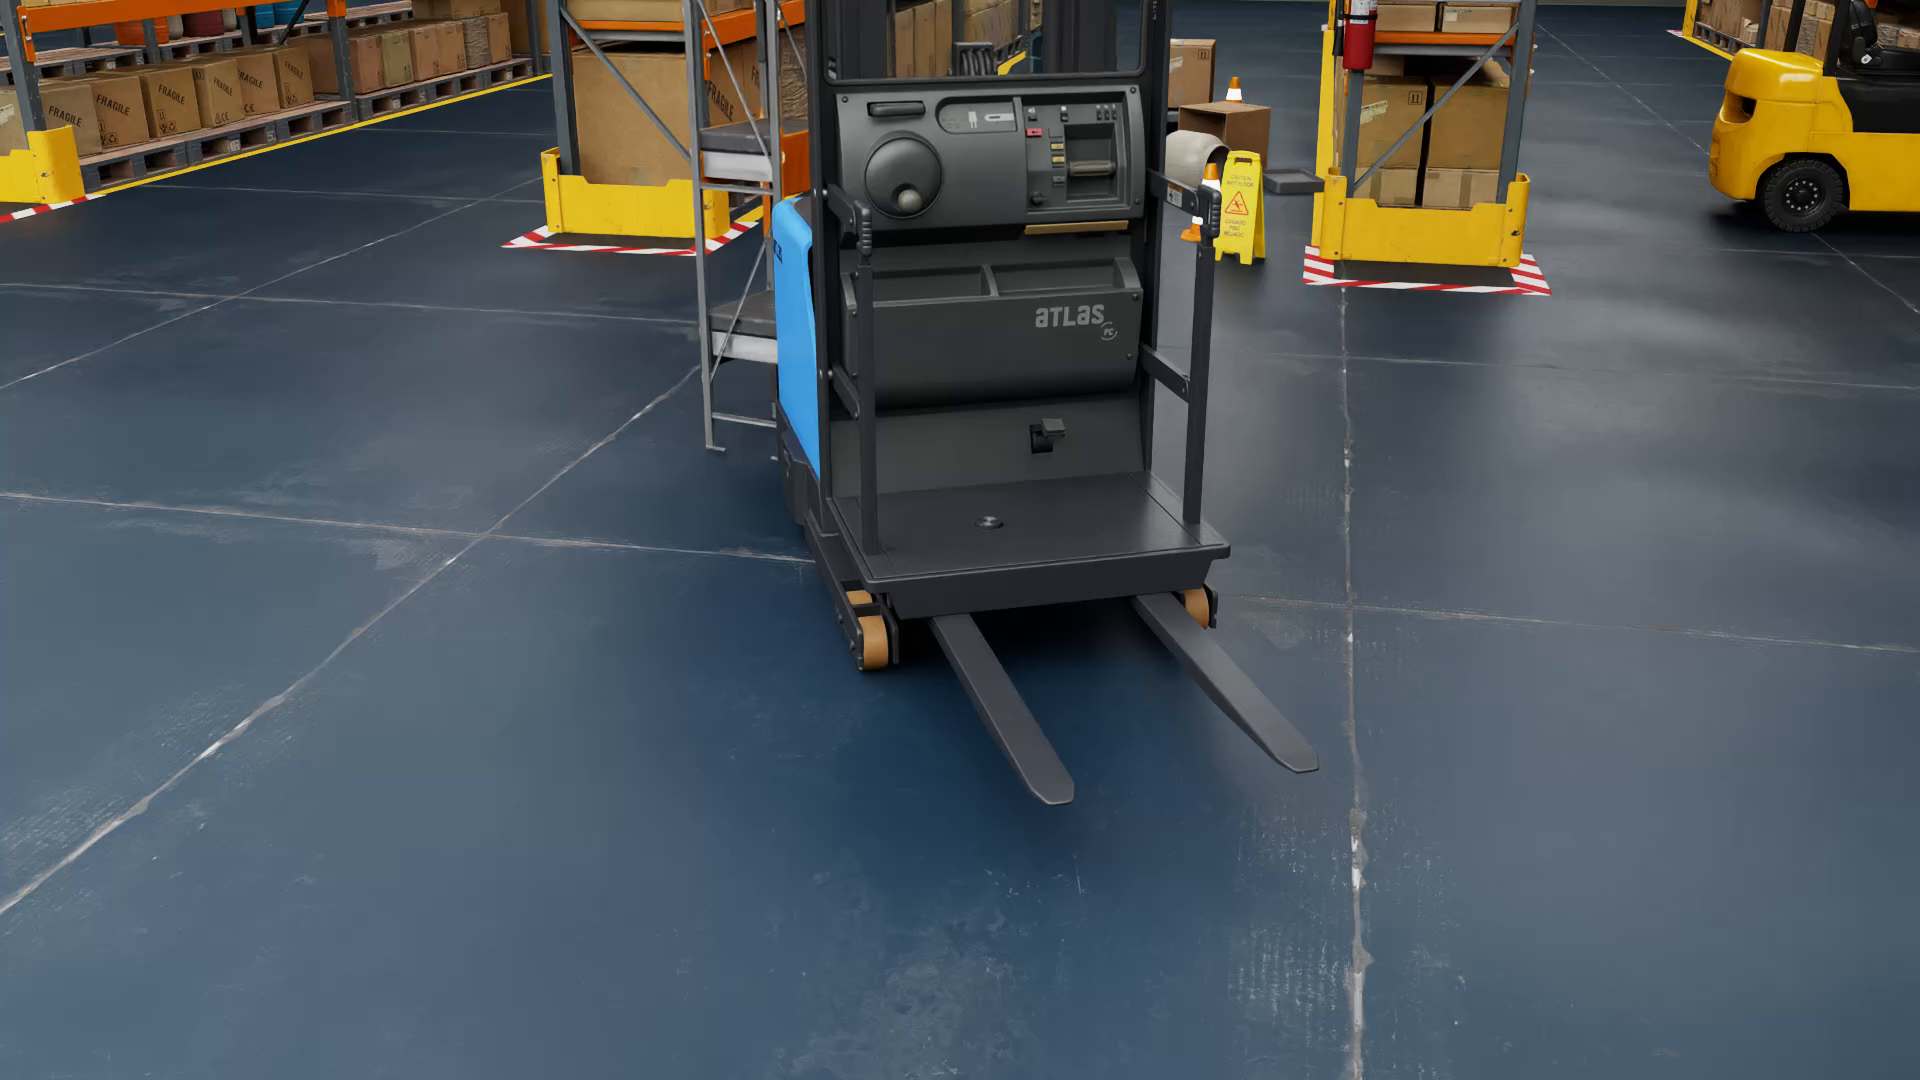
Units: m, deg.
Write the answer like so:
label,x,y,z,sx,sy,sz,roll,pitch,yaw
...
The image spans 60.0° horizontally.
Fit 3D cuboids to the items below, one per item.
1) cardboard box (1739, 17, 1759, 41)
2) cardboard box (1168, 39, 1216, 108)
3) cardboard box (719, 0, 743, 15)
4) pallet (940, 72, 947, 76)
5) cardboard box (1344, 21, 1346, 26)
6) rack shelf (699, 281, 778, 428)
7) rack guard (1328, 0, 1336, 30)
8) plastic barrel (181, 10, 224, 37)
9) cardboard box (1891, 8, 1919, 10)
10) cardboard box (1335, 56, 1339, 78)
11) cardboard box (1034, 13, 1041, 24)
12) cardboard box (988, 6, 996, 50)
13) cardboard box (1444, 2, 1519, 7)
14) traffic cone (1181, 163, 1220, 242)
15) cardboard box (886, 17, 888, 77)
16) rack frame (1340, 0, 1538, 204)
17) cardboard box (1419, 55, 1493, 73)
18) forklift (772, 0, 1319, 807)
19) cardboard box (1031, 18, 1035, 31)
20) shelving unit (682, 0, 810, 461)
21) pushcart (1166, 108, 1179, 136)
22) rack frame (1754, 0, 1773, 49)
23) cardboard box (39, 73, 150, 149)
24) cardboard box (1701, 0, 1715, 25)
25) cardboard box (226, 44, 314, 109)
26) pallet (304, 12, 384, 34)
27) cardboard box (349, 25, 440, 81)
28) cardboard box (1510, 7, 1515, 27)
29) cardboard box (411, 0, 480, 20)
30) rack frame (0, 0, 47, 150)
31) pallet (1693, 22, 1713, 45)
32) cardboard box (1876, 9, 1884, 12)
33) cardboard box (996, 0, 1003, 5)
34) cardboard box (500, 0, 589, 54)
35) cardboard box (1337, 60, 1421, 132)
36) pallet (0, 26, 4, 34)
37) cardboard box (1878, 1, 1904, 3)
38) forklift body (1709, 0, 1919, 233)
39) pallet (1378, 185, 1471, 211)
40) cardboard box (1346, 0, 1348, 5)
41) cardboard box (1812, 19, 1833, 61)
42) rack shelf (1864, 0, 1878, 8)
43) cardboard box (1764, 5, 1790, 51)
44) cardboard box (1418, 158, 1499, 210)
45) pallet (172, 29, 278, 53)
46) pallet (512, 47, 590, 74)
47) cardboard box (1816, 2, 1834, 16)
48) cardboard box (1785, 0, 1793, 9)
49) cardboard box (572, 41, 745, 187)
label,x,y,z,sx,sy,sz,roll,pitch,yaw
cardboard box,9.979,-6.381,20.780,0.396,0.266,0.258,5,23,13
cardboard box,1.839,-3.865,13.768,0.500,0.500,0.500,4,22,11
cardboard box,-1.973,-3.838,11.167,0.875,0.550,0.550,4,22,11
pallet,-0.697,-4.776,17.430,1.003,0.211,1.213,4,22,11
cardboard box,3.119,-3.881,12.720,0.380,0.149,0.250,5,22,12
rack shelf,-0.735,-0.730,6.746,0.431,0.518,0.480,10,23,25
rack guard,6.041,-7.787,24.519,1.175,0.500,0.348,4,22,11
plastic barrel,-9.833,-6.814,21.424,0.600,0.588,0.708,4,22,11
cardboard box,9.874,-5.422,17.218,0.380,0.149,0.250,3,22,8
cardboard box,4.279,-4.782,16.667,0.950,0.372,0.625,3,22,7
cardboard box,0.967,-7.274,23.153,0.380,0.149,0.250,4,22,9
cardboard box,0.131,-5.999,19.517,0.500,0.500,0.500,4,22,10
cardboard box,3.140,-3.422,9.804,0.500,0.500,0.500,4,22,10
traffic cone,1.596,-2.165,10.609,0.336,0.463,0.334,4,22,11
cardboard box,-1.240,-4.274,14.901,1.050,0.750,0.750,4,22,11
rack frame,2.771,-3.086,9.501,1.000,3.000,0.127,4,22,11
cardboard box,3.525,-3.206,11.915,0.500,0.500,0.500,6,23,14
forklift,0.154,-1.132,4.741,1.130,2.935,3.031,-5,23,-13
cardboard box,0.797,-6.893,22.209,0.380,0.149,0.250,5,22,13
shelving unit,-0.732,-1.399,6.496,0.431,2.100,0.503,10,23,25
pushcart,1.345,-3.488,14.009,1.648,0.377,0.936,-3,22,-8
rack frame,10.080,-7.098,19.462,1.000,3.000,0.127,4,22,11
cardboard box,-6.698,-3.325,12.878,0.500,0.500,0.500,11,24,25
cardboard box,10.679,-7.381,22.944,0.797,0.503,0.637,4,22,9
cardboard box,-6.235,-4.196,15.042,0.500,0.500,0.500,4,22,9
pallet,-9.218,-7.586,24.407,1.003,0.211,1.213,4,22,11
cardboard box,-5.738,-4.949,16.885,0.700,0.500,0.500,3,22,6
cardboard box,3.214,-3.262,10.275,0.380,0.149,0.250,4,22,9
cardboard box,-5.503,-5.718,17.788,0.500,0.250,0.500,7,23,17
rack frame,-6.930,-3.841,11.377,1.000,3.000,0.127,4,22,11
pallet,10.719,-6.947,22.822,1.003,0.211,1.213,4,22,11
cardboard box,9.239,-5.366,17.078,0.380,0.149,0.250,4,22,9
cardboard box,0.237,-6.525,19.820,0.500,0.250,0.500,3,22,9
cardboard box,-5.137,-6.227,19.583,1.225,0.875,0.875,3,22,8
cardboard box,2.893,-3.041,11.504,0.500,0.500,0.500,4,22,10
pallet,-14.308,-7.393,23.927,1.003,0.211,1.213,4,22,11
cardboard box,10.065,-5.801,18.157,0.380,0.149,0.250,5,22,12
forklift body,6.232,-3.148,10.791,2.313,2.155,1.214,4,22,11
pallet,2.987,-2.115,10.822,1.003,0.211,1.213,4,22,11
cardboard box,2.939,-3.874,11.795,0.380,0.149,0.250,5,22,11
cardboard box,9.356,-5.215,17.571,0.500,0.500,0.500,5,23,13
rack shelf,8.856,-4.570,14.148,1.077,0.370,4.000,4,22,11
cardboard box,9.761,-5.973,19.454,0.500,0.500,0.500,5,23,13
cardboard box,3.207,-2.279,10.616,0.500,0.250,0.500,4,22,10
pallet,-9.775,-6.588,21.928,1.003,0.211,1.213,4,22,11
pallet,-5.063,-5.756,19.864,1.003,0.211,1.213,4,22,11
cardboard box,9.515,-5.740,18.005,0.380,0.149,0.250,5,22,11
cardboard box,9.766,-6.216,19.188,0.380,0.149,0.250,4,22,9
cardboard box,-2.021,-2.889,11.293,0.875,0.875,0.875,5,22,11
